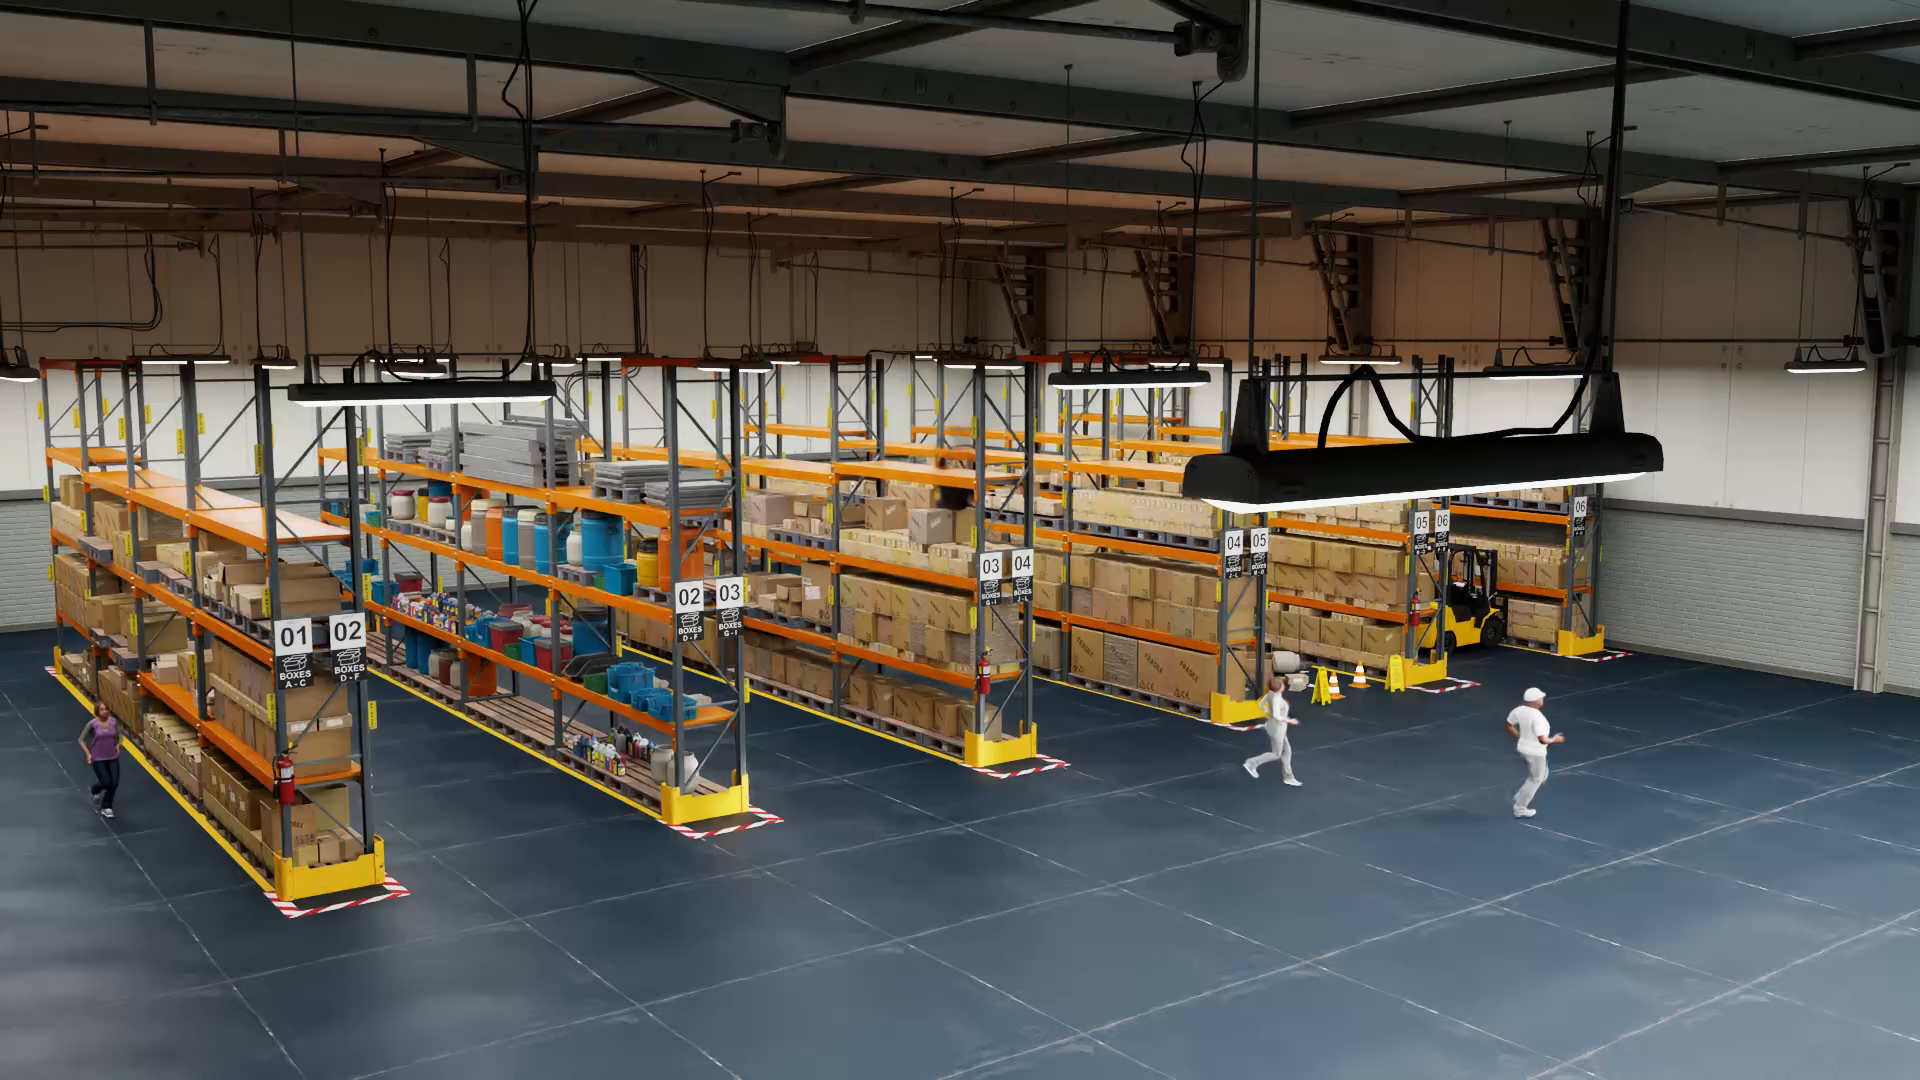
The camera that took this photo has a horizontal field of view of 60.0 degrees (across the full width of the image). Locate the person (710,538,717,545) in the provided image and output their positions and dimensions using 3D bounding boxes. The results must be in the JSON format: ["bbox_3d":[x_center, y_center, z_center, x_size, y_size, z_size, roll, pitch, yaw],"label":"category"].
[{"bbox_3d":[-6.108,0.608,41.125,0.788,1.593,0.658,2,7,13],"label":"person"}]

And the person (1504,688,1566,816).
[{"bbox_3d":[7.671,2.811,22.128,0.627,1.732,0.675,-1,7,-8],"label":"person"}]

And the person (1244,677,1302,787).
[{"bbox_3d":[4.475,2.726,23.628,0.816,1.590,0.552,0,7,2],"label":"person"}]

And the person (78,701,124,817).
[{"bbox_3d":[-11.376,2.917,22.125,0.518,1.555,0.536,6,9,42],"label":"person"}]
